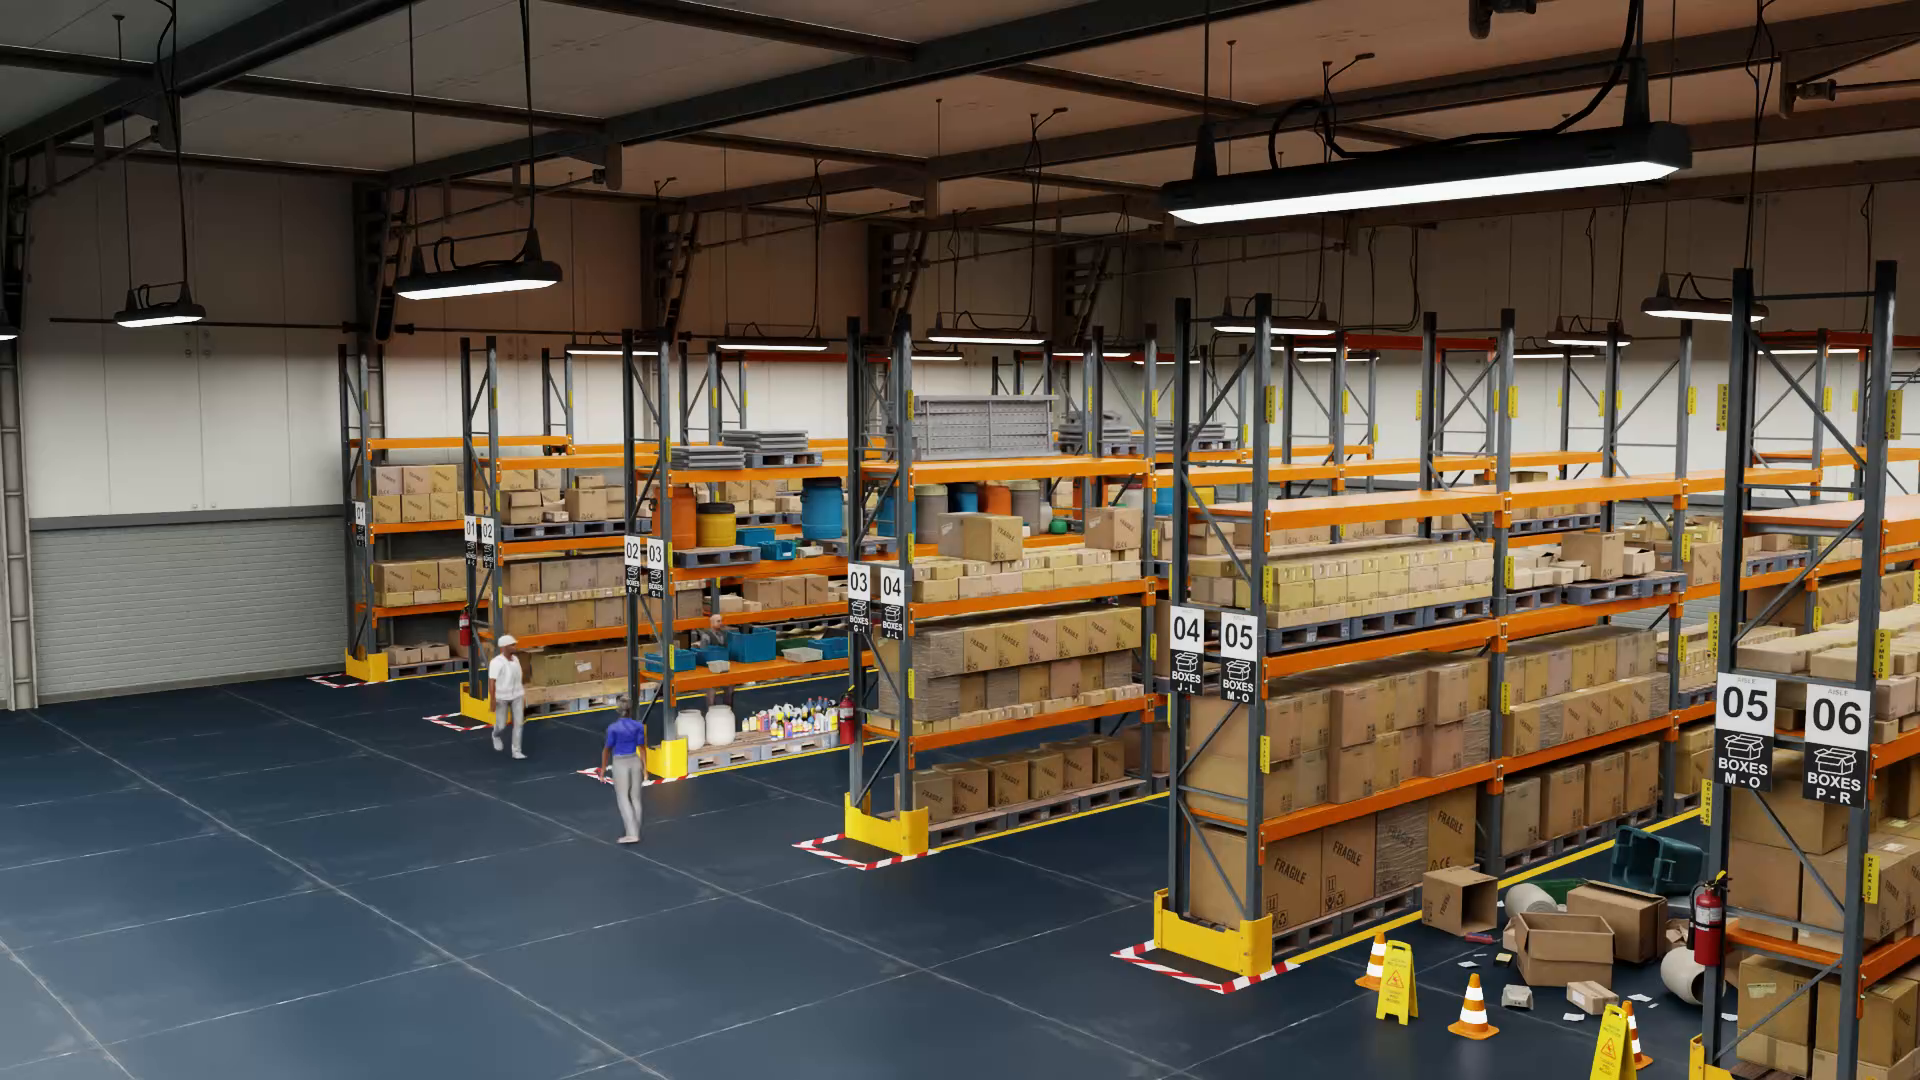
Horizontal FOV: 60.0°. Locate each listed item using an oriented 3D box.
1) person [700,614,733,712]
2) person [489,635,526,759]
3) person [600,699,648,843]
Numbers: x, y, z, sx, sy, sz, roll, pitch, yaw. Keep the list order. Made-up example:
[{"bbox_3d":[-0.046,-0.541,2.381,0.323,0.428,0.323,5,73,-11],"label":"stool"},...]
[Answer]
[{"bbox_3d":[-3.773,2.036,25.706,0.590,1.777,0.362,-4,7,-38],"label":"person"},{"bbox_3d":[-6.375,2.192,23.369,0.579,1.740,0.668,-3,6,-29],"label":"person"},{"bbox_3d":[-3.843,2.637,19.073,0.483,1.664,0.479,4,6,36],"label":"person"}]
